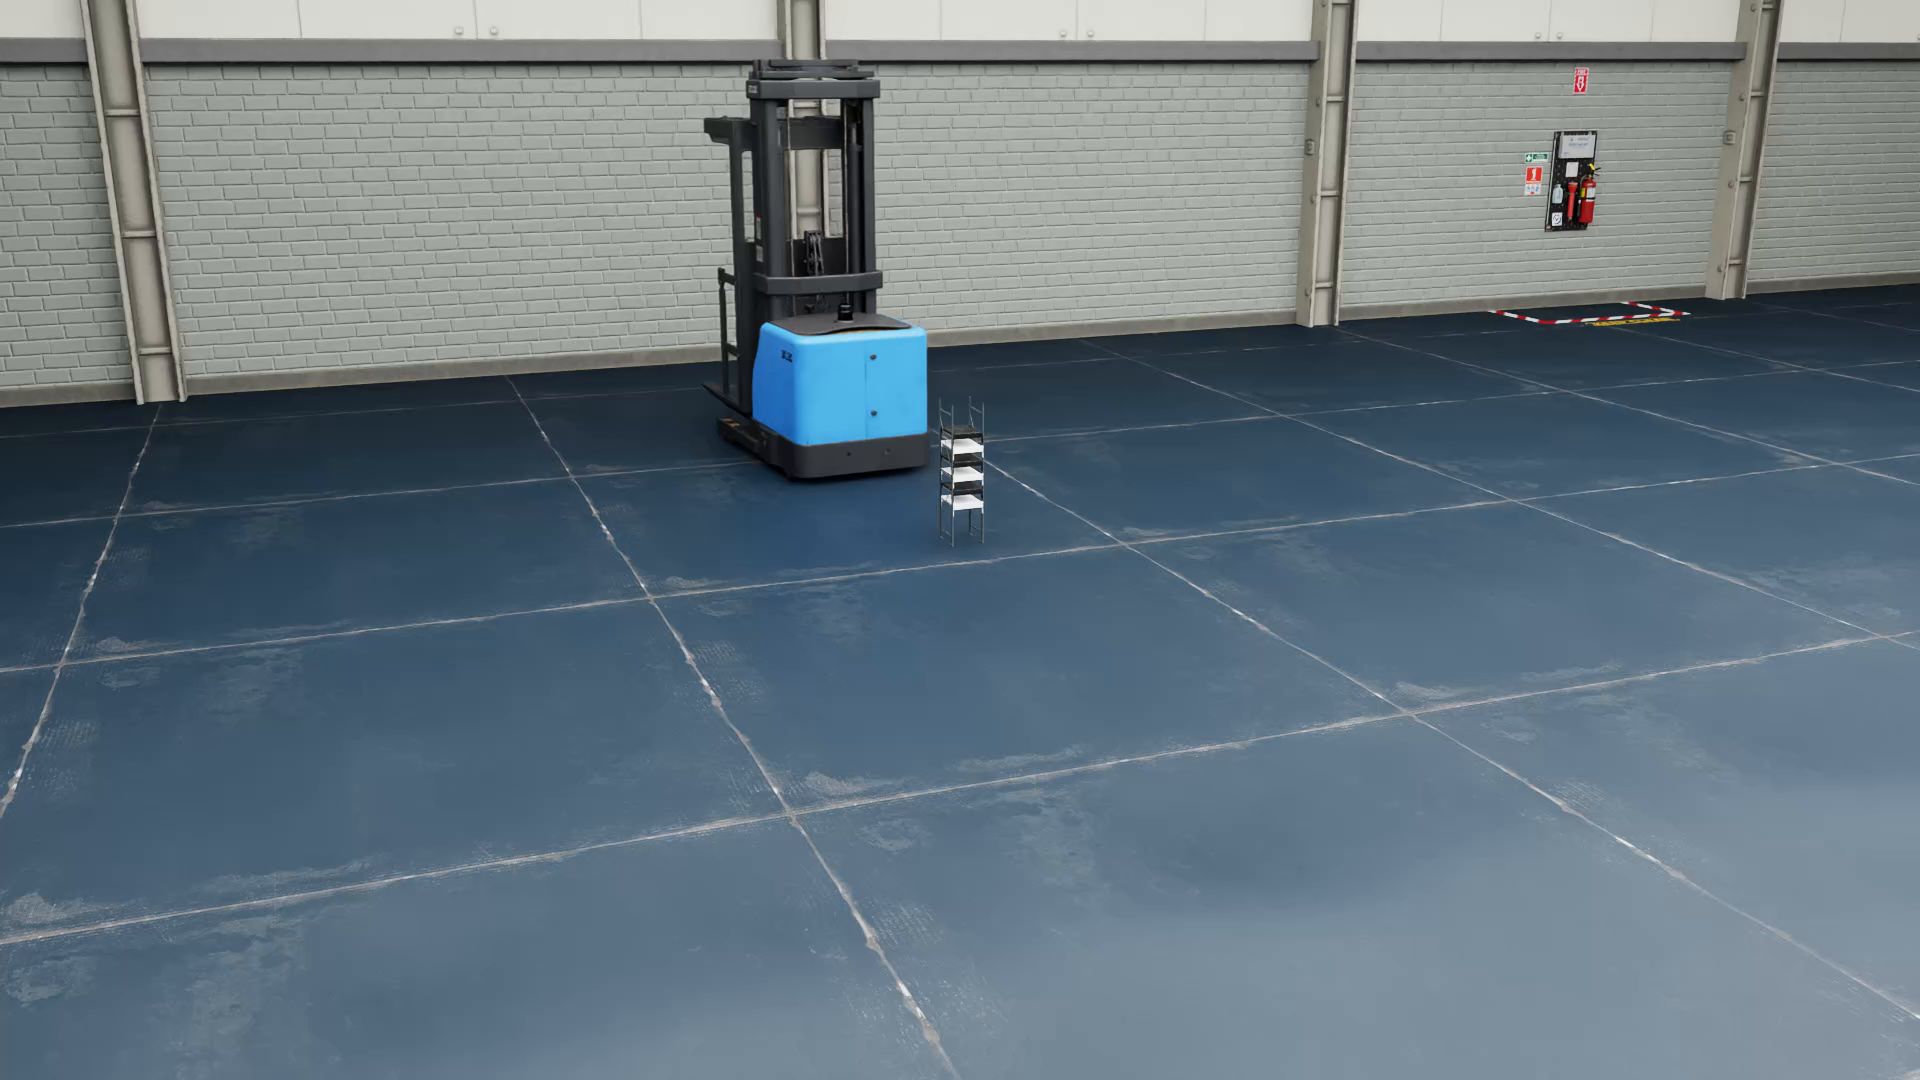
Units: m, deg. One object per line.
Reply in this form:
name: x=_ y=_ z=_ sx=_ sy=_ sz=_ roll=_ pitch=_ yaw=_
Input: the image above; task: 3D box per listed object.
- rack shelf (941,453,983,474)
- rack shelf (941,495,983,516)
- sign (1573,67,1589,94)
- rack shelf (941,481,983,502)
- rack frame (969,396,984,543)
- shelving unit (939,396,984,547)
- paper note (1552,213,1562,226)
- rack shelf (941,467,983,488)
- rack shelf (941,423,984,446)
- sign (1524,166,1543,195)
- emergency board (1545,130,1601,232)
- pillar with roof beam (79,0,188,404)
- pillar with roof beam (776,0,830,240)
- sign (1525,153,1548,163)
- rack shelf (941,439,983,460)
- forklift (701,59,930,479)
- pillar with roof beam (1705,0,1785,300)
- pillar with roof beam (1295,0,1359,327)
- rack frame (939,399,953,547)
rack shelf: x=0.008 y=-0.487 z=10.458 sx=0.200 sy=0.077 sz=0.258 roll=-6 pitch=17 yaw=-20
rack shelf: x=0.008 y=-0.228 z=10.534 sx=0.200 sy=0.077 sz=0.258 roll=-6 pitch=17 yaw=-20
sign: x=7.311 y=-5.409 z=19.579 sx=0.199 sy=0.298 sz=0.001 roll=-6 pitch=17 yaw=-20
rack shelf: x=0.008 y=-0.314 z=10.509 sx=0.200 sy=0.077 sz=0.258 roll=-6 pitch=17 yaw=-20
rack frame: x=0.103 y=-0.443 z=10.509 sx=0.006 sy=0.900 sz=0.240 roll=-6 pitch=17 yaw=-20
shelving unit: x=0.008 y=-0.433 z=10.474 sx=0.210 sy=0.900 sz=0.258 roll=-6 pitch=17 yaw=-20
paper note: x=7.164 y=-3.849 z=19.945 sx=0.142 sy=0.148 sz=0.016 roll=-6 pitch=17 yaw=-20
rack shelf: x=0.008 y=-0.401 z=10.484 sx=0.200 sy=0.077 sz=0.258 roll=-6 pitch=17 yaw=-20
rack shelf: x=0.008 y=-0.660 z=10.408 sx=0.200 sy=0.077 sz=0.258 roll=-6 pitch=17 yaw=-20
sign: x=6.800 y=-4.260 z=19.717 sx=0.234 sy=0.329 sz=0.001 roll=-6 pitch=17 yaw=-20
emergency board: x=7.354 y=-4.271 z=19.819 sx=0.643 sy=1.169 sz=0.194 roll=-6 pitch=17 yaw=-20
pillar with roof beam: x=-5.593 y=-4.441 z=9.751 sx=0.400 sy=9.000 sz=9.100 roll=-6 pitch=17 yaw=-20
pillar with roof beam: x=0.010 y=-5.046 z=11.811 sx=0.400 sy=9.000 sz=9.100 roll=-6 pitch=17 yaw=-20
sign: x=6.808 y=-4.512 z=19.636 sx=0.331 sy=0.109 sz=0.001 roll=-6 pitch=17 yaw=-20
rack shelf: x=0.008 y=-0.573 z=10.433 sx=0.200 sy=0.077 sz=0.258 roll=-6 pitch=17 yaw=-20
forklift: x=-1.305 y=-2.216 z=12.942 sx=1.130 sy=2.935 sz=3.031 roll=-7 pitch=18 yaw=-24
pillar with roof beam: x=11.215 y=-6.256 z=15.931 sx=0.400 sy=9.000 sz=9.100 roll=-6 pitch=17 yaw=-20
pillar with roof beam: x=5.613 y=-5.651 z=13.871 sx=0.400 sy=9.000 sz=9.100 roll=-6 pitch=17 yaw=-20
rack frame: x=-0.087 y=-0.422 z=10.439 sx=0.006 sy=0.900 sz=0.240 roll=-6 pitch=17 yaw=-20
